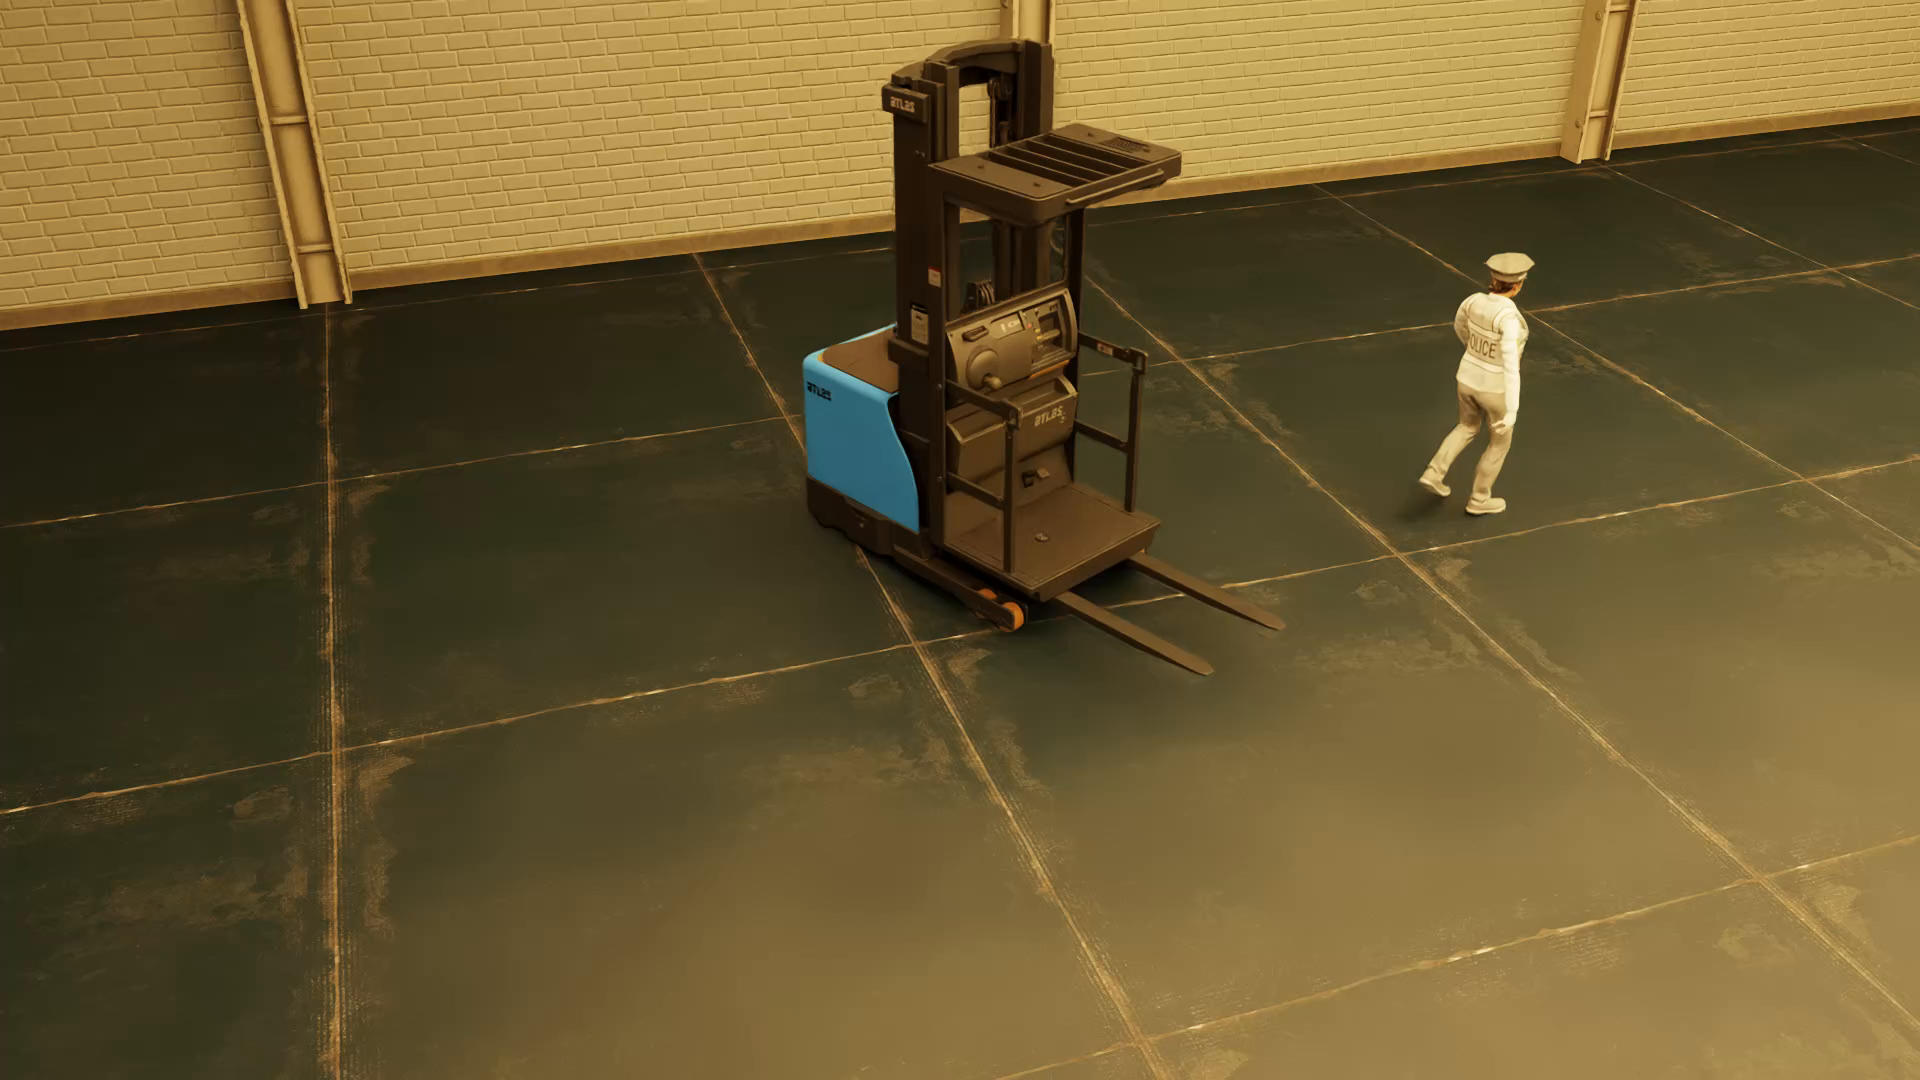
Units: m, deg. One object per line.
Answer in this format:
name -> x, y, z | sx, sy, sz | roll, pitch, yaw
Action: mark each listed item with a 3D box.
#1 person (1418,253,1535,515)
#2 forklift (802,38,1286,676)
person -> 3.136, -0.905, 9.953 | 0.555, 1.651, 0.721 | -15, 33, -25
forklift -> 0.438, -1.054, 8.918 | 1.130, 2.935, 3.031 | -26, 39, -37
